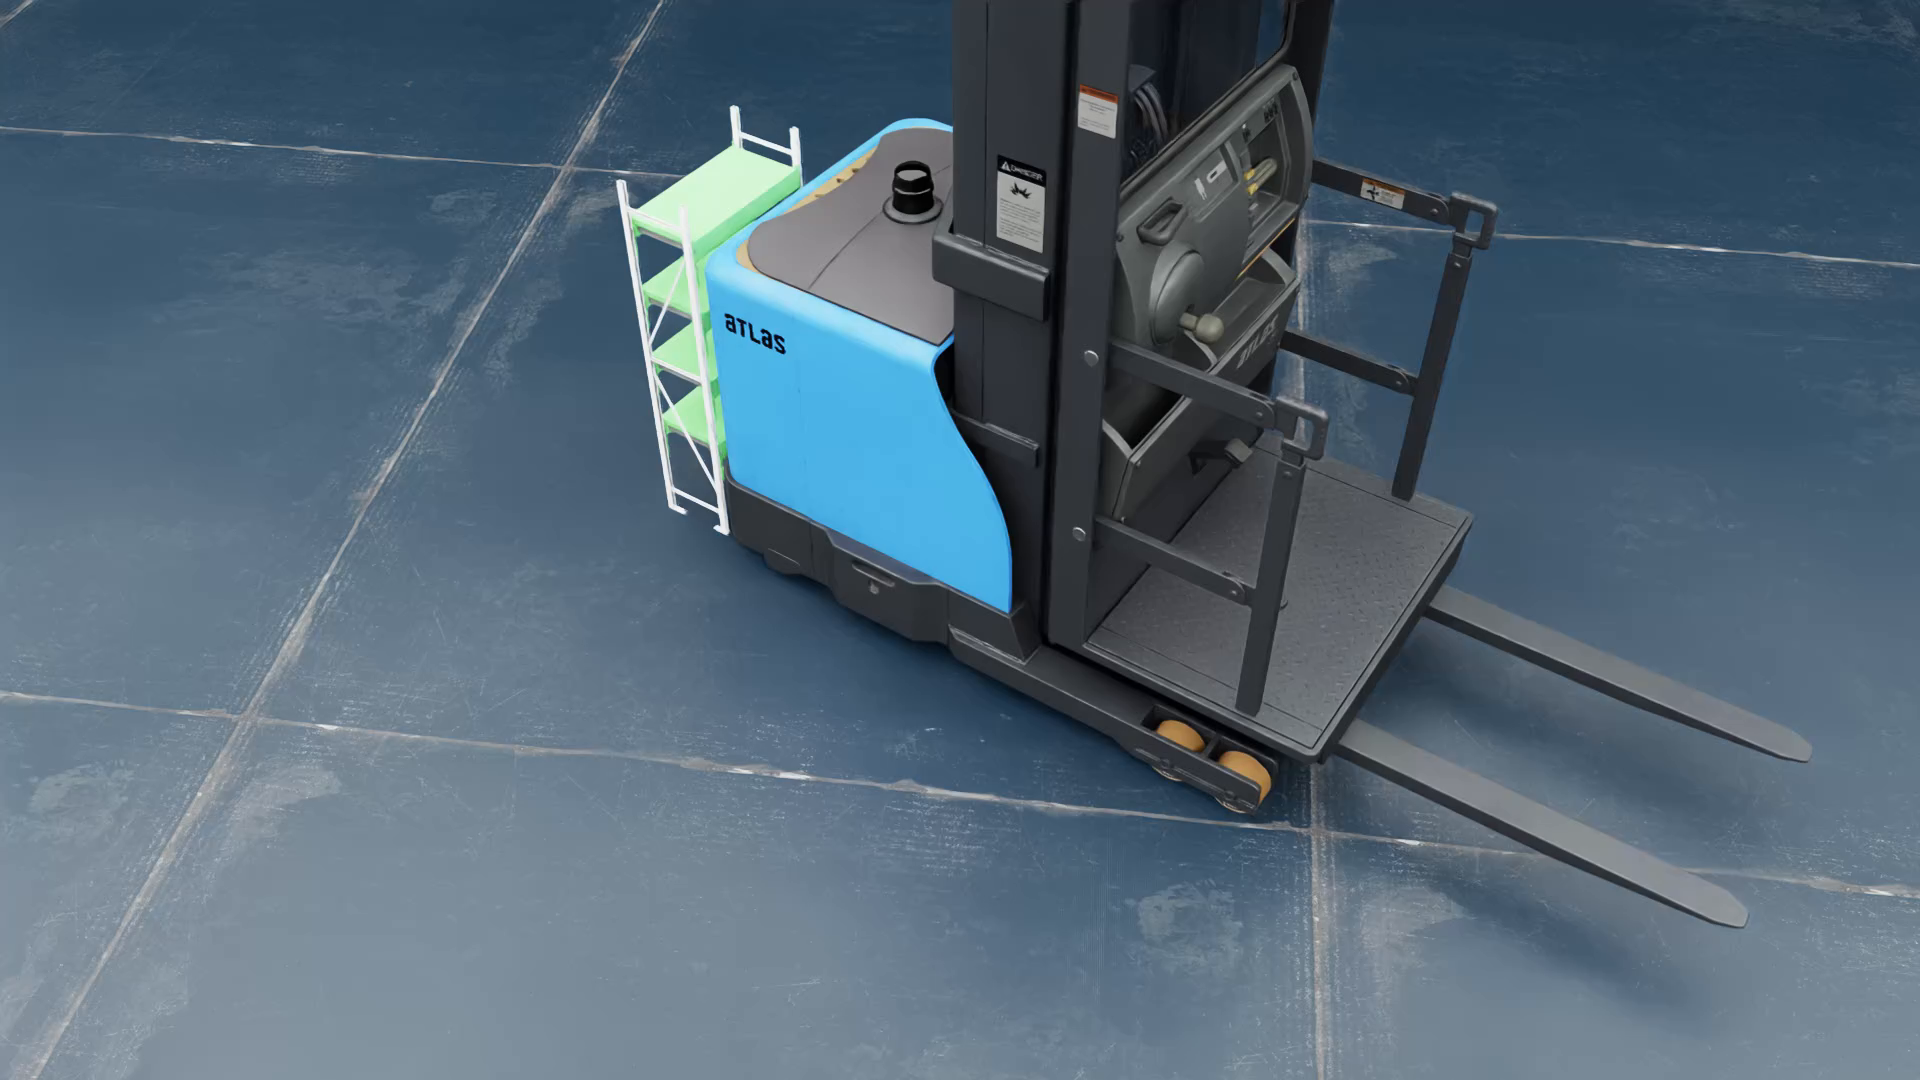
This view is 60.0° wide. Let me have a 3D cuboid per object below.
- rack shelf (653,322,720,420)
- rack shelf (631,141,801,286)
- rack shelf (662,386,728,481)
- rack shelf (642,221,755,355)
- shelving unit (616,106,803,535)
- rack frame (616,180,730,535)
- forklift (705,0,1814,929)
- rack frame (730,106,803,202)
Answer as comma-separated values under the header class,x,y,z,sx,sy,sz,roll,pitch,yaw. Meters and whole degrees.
class,x,y,z,sx,sy,sz,roll,pitch,yaw
rack shelf,-0.699,-0.594,5.097,0.258,0.148,0.480,24,49,24
rack shelf,-0.699,-0.942,4.767,0.258,0.148,0.480,24,49,24
rack shelf,-0.699,-0.419,5.262,0.258,0.148,0.480,24,49,24
rack shelf,-0.699,-0.768,4.932,0.258,0.148,0.480,24,49,24
shelving unit,-0.699,-0.640,5.053,0.258,1.200,0.503,24,49,24
rack frame,-0.834,-0.500,4.906,0.240,1.200,0.015,24,49,24
forklift,0.795,-0.752,3.913,3.031,2.935,1.130,25,49,24
rack frame,-0.564,-0.780,5.201,0.240,1.200,0.015,24,49,24
